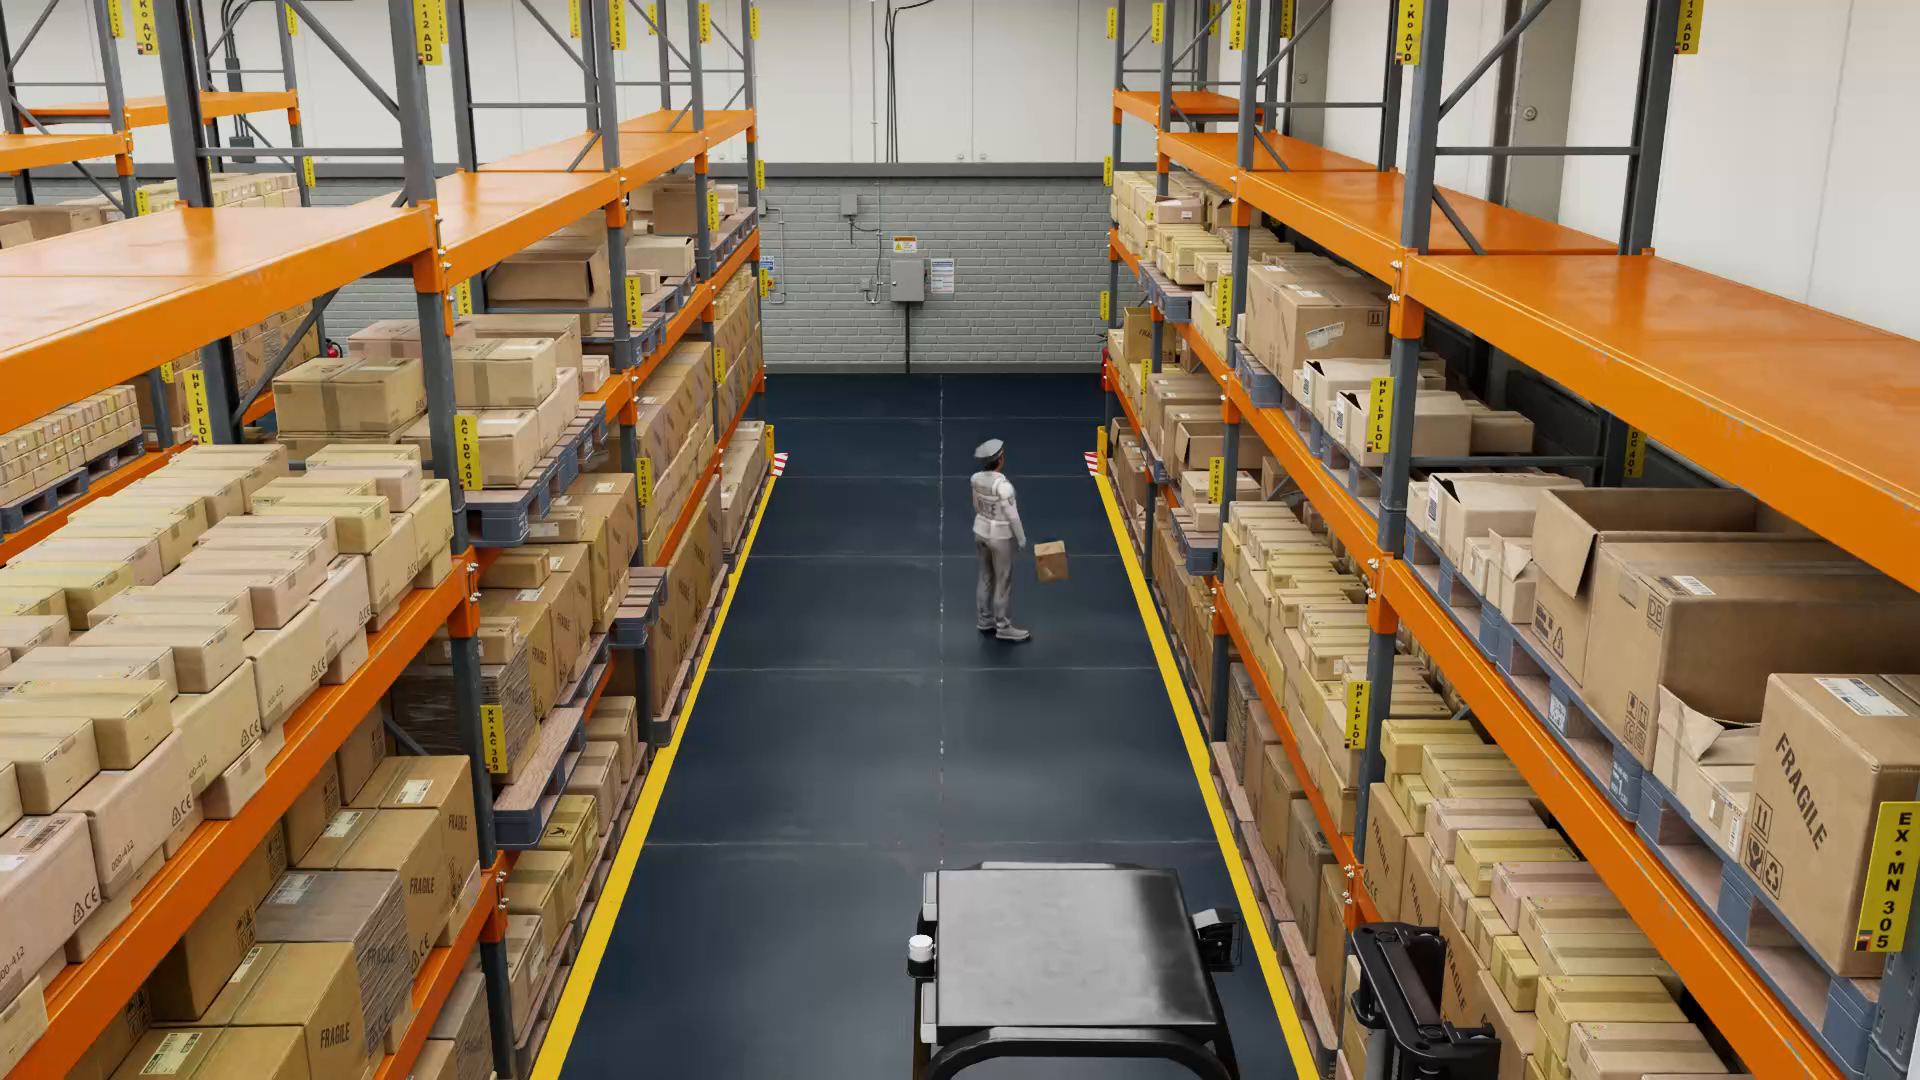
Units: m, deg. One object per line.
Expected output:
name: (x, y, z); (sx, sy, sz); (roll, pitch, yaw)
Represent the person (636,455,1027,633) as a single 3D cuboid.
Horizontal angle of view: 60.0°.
person: (-2.857, 0.568, 11.323); (8.763, 2.202, 0.661); (-14, 22, -38)
